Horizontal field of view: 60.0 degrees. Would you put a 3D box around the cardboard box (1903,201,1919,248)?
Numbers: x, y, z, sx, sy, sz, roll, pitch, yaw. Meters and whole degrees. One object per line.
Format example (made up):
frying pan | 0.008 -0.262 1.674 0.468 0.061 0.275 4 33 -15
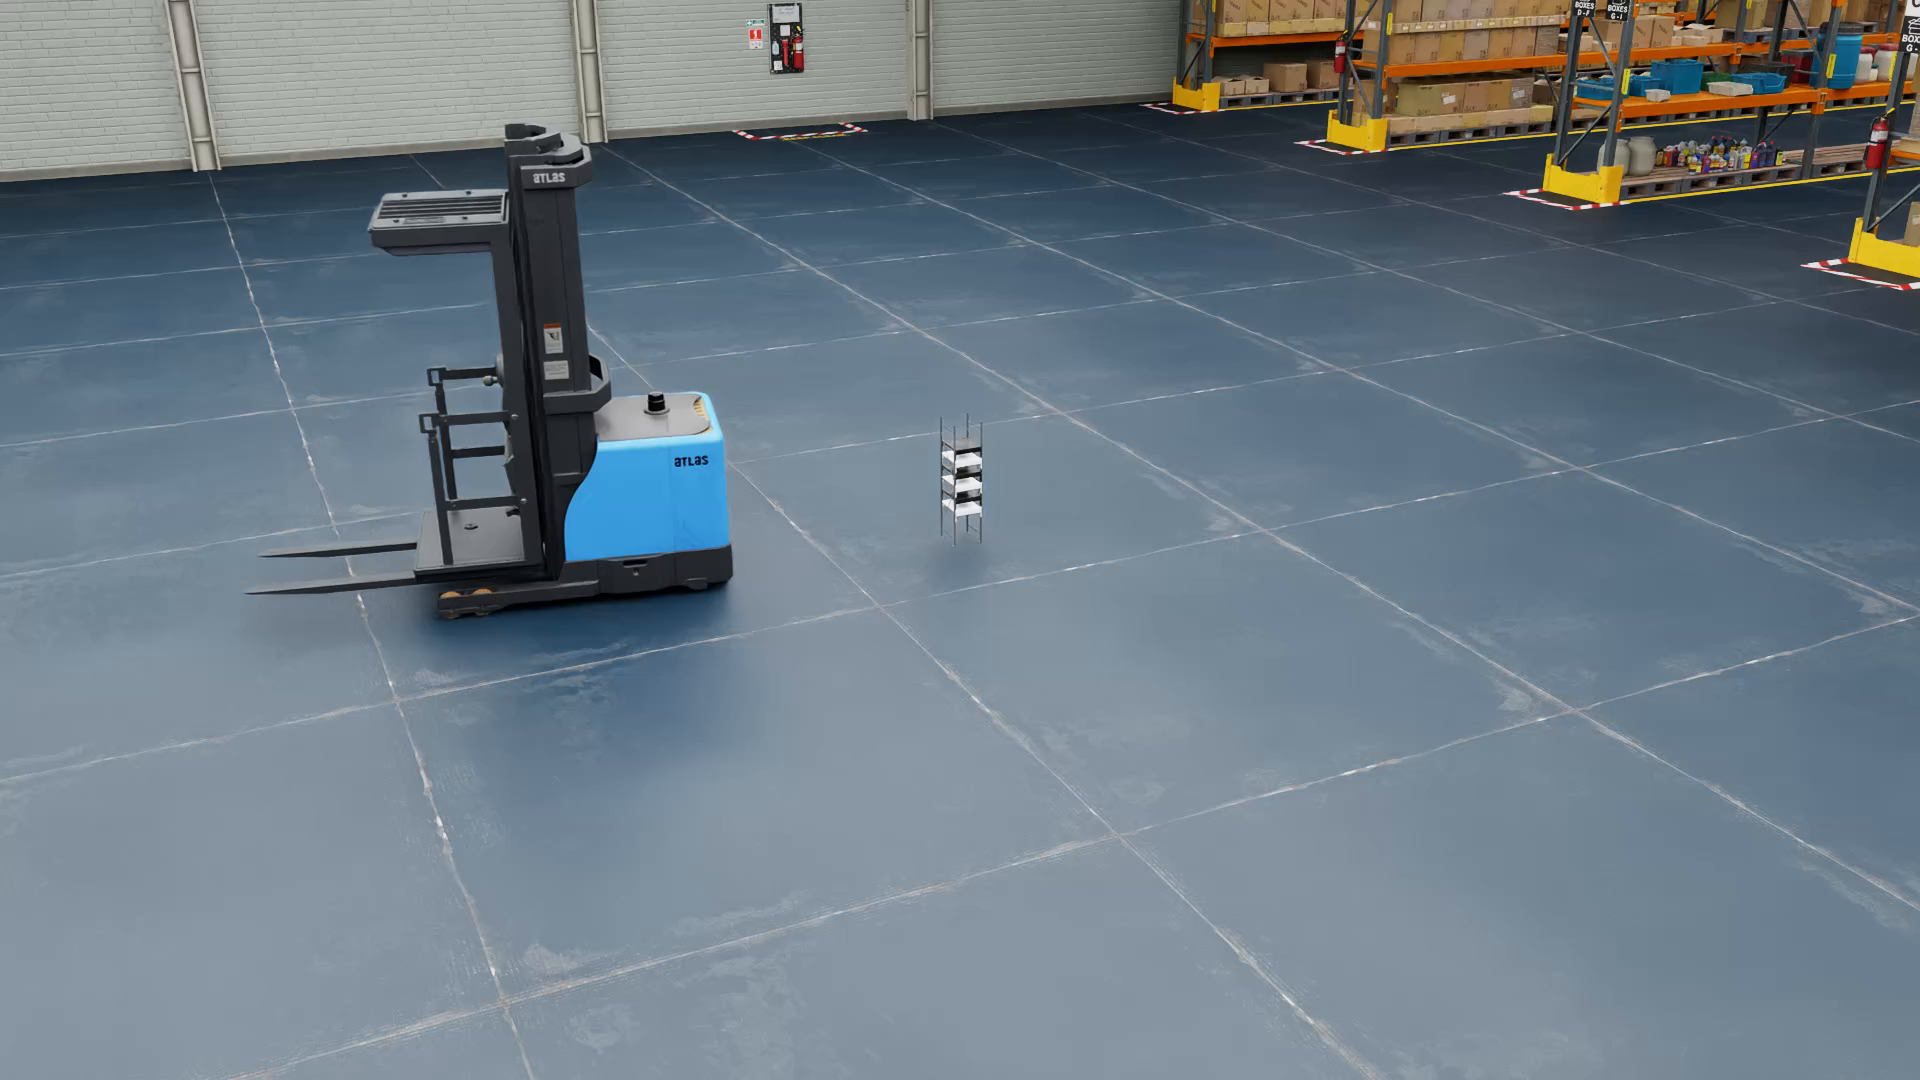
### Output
cardboard box | 11.437 -3.659 19.387 0.500 0.500 0.500 -6 23 -14

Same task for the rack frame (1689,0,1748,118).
rack frame | 13.782 -9.264 30.208 0.127 3.000 1.000 -10 25 -24

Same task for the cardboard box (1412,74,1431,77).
cardboard box | 9.126 -9.586 33.679 0.500 0.500 0.700 -11 25 -25

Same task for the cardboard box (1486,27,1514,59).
cardboard box | 8.855 -8.399 27.988 0.500 0.500 0.700 -10 25 -23

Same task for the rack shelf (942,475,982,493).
rack shelf | 0.007 -0.386 11.594 0.200 0.077 0.258 -10 25 -24

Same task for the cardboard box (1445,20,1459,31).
cardboard box | 7.950 -8.445 27.252 0.250 0.149 0.380 -11 25 -25

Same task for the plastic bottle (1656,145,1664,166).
plastic bottle | 10.281 -5.659 24.475 0.133 0.283 0.061 -10 24 -22

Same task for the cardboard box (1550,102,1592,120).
cardboard box | 10.649 -7.505 29.006 0.500 0.250 0.500 -11 25 -25

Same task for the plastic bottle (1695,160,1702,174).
plastic bottle | 10.581 -5.350 23.836 0.097 0.201 0.097 0 22 0

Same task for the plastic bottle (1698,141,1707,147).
plastic bottle | 11.079 -5.806 24.830 0.133 0.283 0.061 -9 24 -21

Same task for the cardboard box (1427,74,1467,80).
cardboard box | 8.274 -7.652 28.379 0.500 0.500 0.500 -10 25 -24

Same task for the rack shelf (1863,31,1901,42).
rack shelf | 19.188 -9.927 32.750 4.000 0.370 1.077 -10 25 -24

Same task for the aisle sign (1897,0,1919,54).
aisle sign | 10.681 -5.817 18.481 0.004 0.787 0.394 -10 25 -24

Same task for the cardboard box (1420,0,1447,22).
cardboard box | 7.519 -8.753 27.148 0.500 0.500 0.700 -11 25 -25

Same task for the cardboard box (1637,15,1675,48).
cardboard box | 12.277 -9.026 29.503 0.500 0.500 0.500 -12 25 -26

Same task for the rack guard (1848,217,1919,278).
rack guard | 10.935 -3.380 19.262 0.348 0.500 1.175 -10 25 -24

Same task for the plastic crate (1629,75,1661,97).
plastic crate | 9.627 -6.452 23.610 0.408 0.251 0.499 -10 25 -24

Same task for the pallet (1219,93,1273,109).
pallet | 5.238 -8.490 31.985 1.213 0.211 1.003 -10 25 -24

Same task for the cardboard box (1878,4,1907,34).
cardboard box | 17.964 -9.964 31.769 0.500 0.500 0.500 -10 24 -22

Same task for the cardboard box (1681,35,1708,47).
cardboard box | 13.091 -8.903 29.665 0.250 0.149 0.380 -10 25 -24

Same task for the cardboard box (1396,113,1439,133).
cardboard box | 7.602 -6.957 27.681 0.500 0.250 0.500 -10 25 -24

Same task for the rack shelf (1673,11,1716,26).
rack shelf | 17.037 -11.633 36.872 4.000 0.370 1.077 -10 25 -24

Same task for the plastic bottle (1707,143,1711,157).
plastic bottle | 11.129 -5.776 24.773 0.097 0.271 0.097 0 22 0

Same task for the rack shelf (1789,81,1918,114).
rack shelf | 14.125 -6.892 25.419 4.000 0.370 1.077 -10 25 -24

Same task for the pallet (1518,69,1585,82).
pallet | 12.373 -9.787 35.117 1.213 0.211 1.003 -10 25 -24

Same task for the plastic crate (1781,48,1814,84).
plastic crate | 12.626 -7.108 24.916 0.583 0.464 0.402 -10 25 -24

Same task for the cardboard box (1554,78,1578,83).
cardboard box | 10.884 -8.037 29.558 0.500 0.311 0.500 -10 24 -22

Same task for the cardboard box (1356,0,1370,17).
cardboard box | 7.734 -10.408 32.162 0.500 0.500 0.500 -10 25 -24

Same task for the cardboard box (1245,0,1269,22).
cardboard box | 5.432 -9.984 31.137 0.500 0.500 0.500 -10 25 -23

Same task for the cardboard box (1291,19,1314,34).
cardboard box | 6.379 -9.811 31.701 0.500 0.250 0.500 -10 25 -23

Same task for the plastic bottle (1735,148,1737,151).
plastic bottle | 11.336 -5.580 24.286 0.133 0.283 0.061 -10 25 -24

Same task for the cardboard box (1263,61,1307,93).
cardboard box | 6.281 -8.974 32.202 0.500 0.500 0.700 -12 25 -27

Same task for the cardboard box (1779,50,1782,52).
cardboard box | 18.251 -11.186 37.570 0.500 0.500 0.700 -10 25 -24

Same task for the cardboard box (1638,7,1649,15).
cardboard box | 14.370 -11.232 35.265 0.250 0.149 0.380 -10 25 -24

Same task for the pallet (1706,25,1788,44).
pallet | 14.362 -9.312 30.575 1.003 0.211 1.213 -10 25 -24

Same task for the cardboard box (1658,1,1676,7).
cardboard box | 14.928 -11.663 35.459 0.500 0.500 0.500 -11 25 -24

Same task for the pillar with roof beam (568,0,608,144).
pillar with roof beam | -4.268 -9.355 22.585 0.400 9.000 9.100 -10 25 -24

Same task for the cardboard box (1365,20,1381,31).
cardboard box | 6.835 -8.412 27.171 0.250 0.149 0.380 -11 25 -25

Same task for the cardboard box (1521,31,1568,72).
cardboard box | 12.350 -10.248 34.847 0.750 0.750 0.750 -11 25 -24

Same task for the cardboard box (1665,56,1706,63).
cardboard box | 15.953 -10.762 36.545 0.500 0.500 0.700 -10 25 -23

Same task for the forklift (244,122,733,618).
forklift | -3.073 -1.079 10.525 3.031 2.935 1.130 -5 23 -13

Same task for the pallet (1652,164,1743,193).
pallet | 10.599 -5.303 24.286 1.213 0.211 1.003 -10 25 -24

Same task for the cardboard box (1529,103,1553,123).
cardboard box | 9.855 -7.372 28.683 0.500 0.250 0.500 -10 25 -24

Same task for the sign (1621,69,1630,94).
sign | 8.953 -6.167 22.364 0.005 0.325 0.100 -10 25 -24

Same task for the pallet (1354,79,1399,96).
pallet | 8.727 -9.148 33.574 1.213 0.211 1.003 -10 25 -24

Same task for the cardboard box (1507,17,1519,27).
cardboard box | 9.108 -8.659 27.768 0.250 0.149 0.380 -11 25 -24

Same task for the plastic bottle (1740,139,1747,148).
plastic bottle | 11.845 -5.934 25.154 0.097 0.271 0.097 0 22 0

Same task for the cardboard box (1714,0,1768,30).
cardboard box | 14.301 -9.647 30.455 0.700 0.500 0.500 21 30 41

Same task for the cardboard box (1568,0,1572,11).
cardboard box | 12.655 -11.239 34.434 0.500 0.500 0.500 -10 24 -22

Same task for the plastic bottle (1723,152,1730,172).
plastic bottle | 11.069 -5.472 24.040 0.097 0.271 0.097 0 22 0

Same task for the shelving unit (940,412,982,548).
shelving unit | 0.007 -0.417 11.581 0.210 0.900 0.258 -10 25 -24

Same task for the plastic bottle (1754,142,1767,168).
plastic bottle | 11.695 -5.634 24.327 0.185 0.351 0.144 -12 25 -26

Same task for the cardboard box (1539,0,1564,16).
cardboard box | 9.781 -9.170 28.155 0.500 0.500 0.700 -10 25 -23

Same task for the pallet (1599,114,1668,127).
pallet | 11.926 -7.651 29.958 1.213 0.211 1.003 -10 25 -24

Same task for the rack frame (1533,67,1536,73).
rack frame | 11.630 -10.970 34.330 0.127 3.000 1.000 -10 25 -24

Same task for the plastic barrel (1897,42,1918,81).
plastic barrel | 14.331 -7.232 25.122 0.433 0.535 0.433 0 22 0

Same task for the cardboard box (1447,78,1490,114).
cardboard box | 8.506 -7.467 27.933 0.500 0.500 0.500 -10 25 -24
